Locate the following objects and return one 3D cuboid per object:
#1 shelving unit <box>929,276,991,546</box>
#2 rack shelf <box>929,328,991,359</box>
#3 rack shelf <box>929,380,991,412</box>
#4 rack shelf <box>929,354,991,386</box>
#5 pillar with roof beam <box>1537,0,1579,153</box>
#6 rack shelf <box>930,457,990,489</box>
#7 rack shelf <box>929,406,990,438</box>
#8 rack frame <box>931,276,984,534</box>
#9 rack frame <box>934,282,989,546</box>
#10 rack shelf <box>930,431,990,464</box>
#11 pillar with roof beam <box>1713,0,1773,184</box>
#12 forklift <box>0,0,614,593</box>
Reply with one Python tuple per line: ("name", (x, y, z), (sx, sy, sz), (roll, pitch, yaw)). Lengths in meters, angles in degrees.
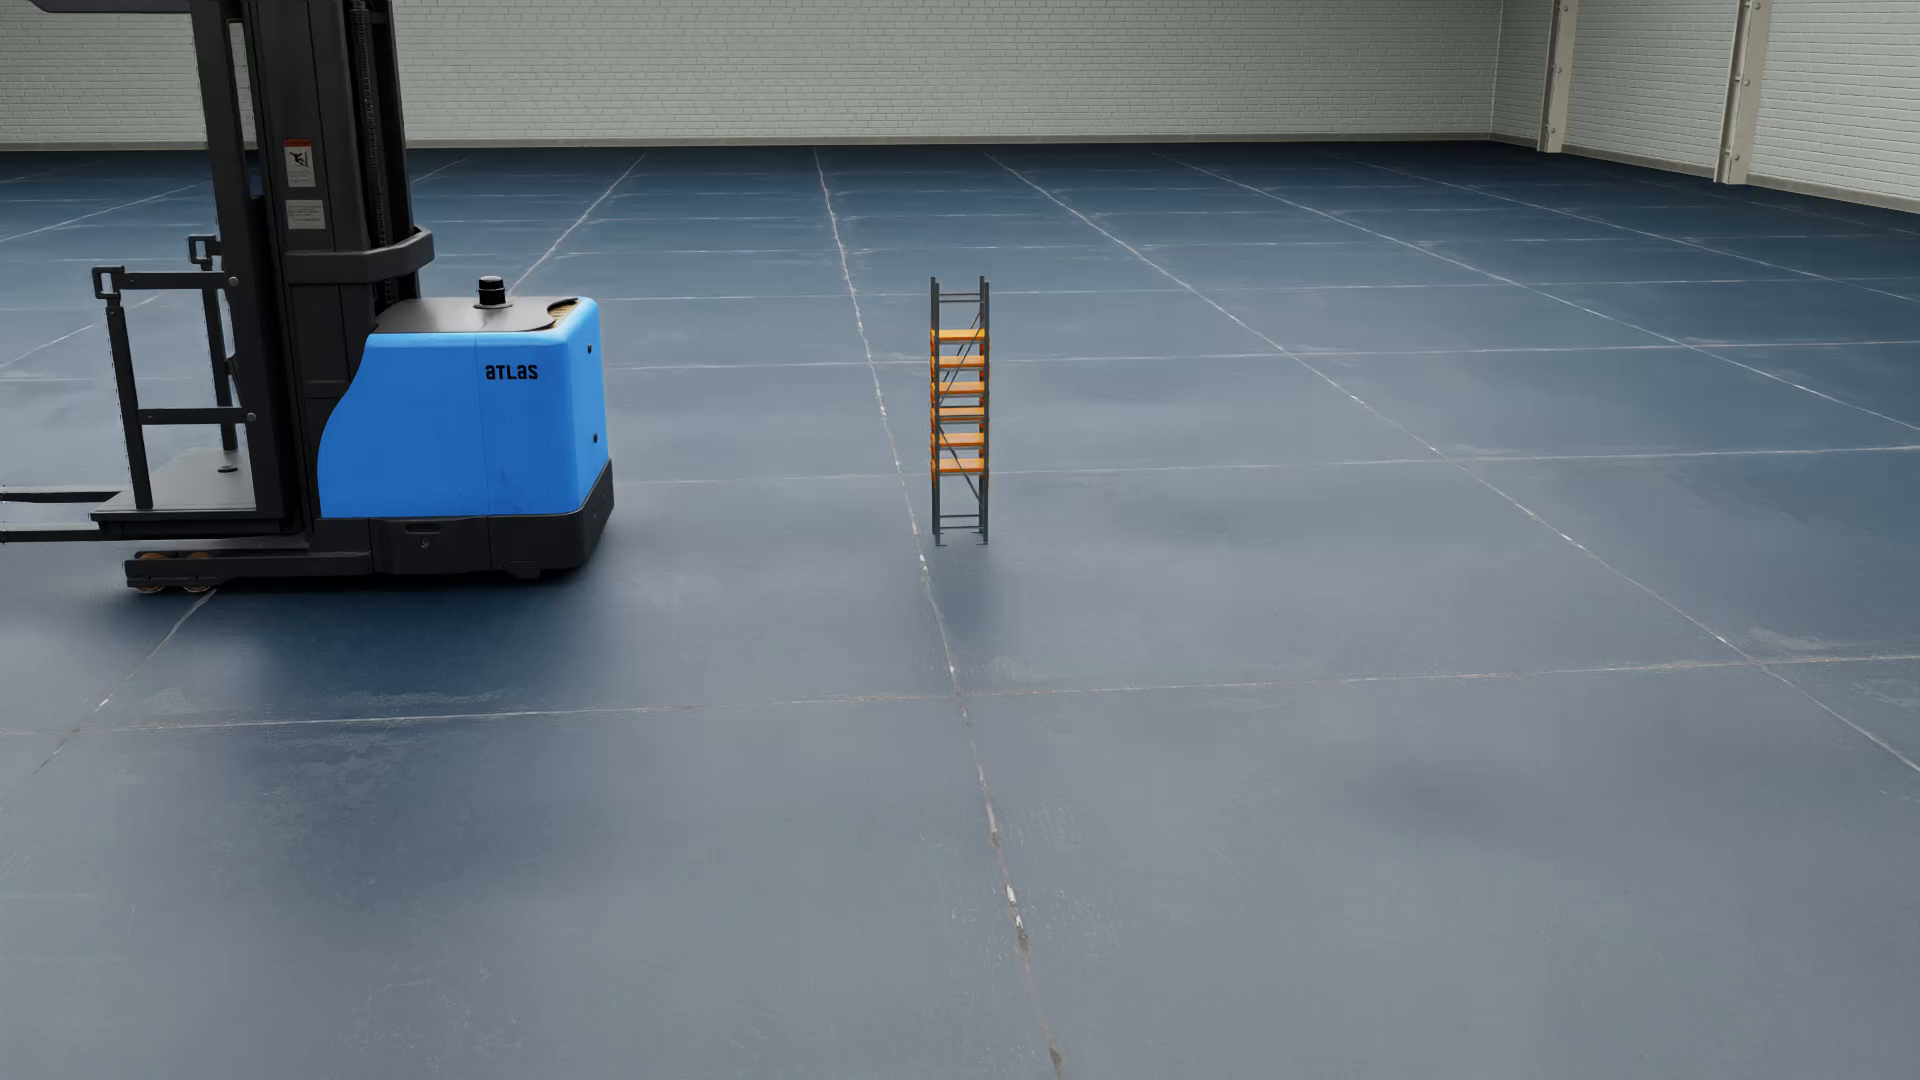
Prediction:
("shelving unit", (-0.001, -0.577, 7.511), (0.258, 1.200, 0.189), (-2, 18, -6))
("rack shelf", (-0.002, -0.878, 7.417), (0.258, 0.103, 0.180), (-2, 18, -6))
("rack shelf", (-0.001, -0.649, 7.488), (0.258, 0.103, 0.180), (-2, 18, -6))
("rack shelf", (-0.002, -0.763, 7.453), (0.258, 0.103, 0.180), (-2, 18, -6))
("pillar with roof beam", (6.354, -11.165, 28.216), (9.100, 9.000, 0.400), (-2, 18, -6))
("rack shelf", (-0.001, -0.305, 7.596), (0.258, 0.103, 0.180), (-2, 18, -6))
("rack shelf", (-0.001, -0.534, 7.524), (0.258, 0.103, 0.180), (-2, 18, -6))
("rack frame", (-0.011, -0.604, 7.598), (0.240, 1.200, 0.006), (-2, 18, -6))
("rack frame", (0.008, -0.550, 7.424), (0.240, 1.200, 0.006), (-2, 18, -6))
("rack shelf", (-0.001, -0.420, 7.560), (0.258, 0.103, 0.180), (-2, 18, -6))
("pillar with roof beam", (6.973, -9.377, 22.522), (9.100, 9.000, 0.400), (-2, 18, -6))
("forklift", (-3.141, -1.338, 7.045), (3.031, 2.935, 1.130), (-1, 17, -3))
